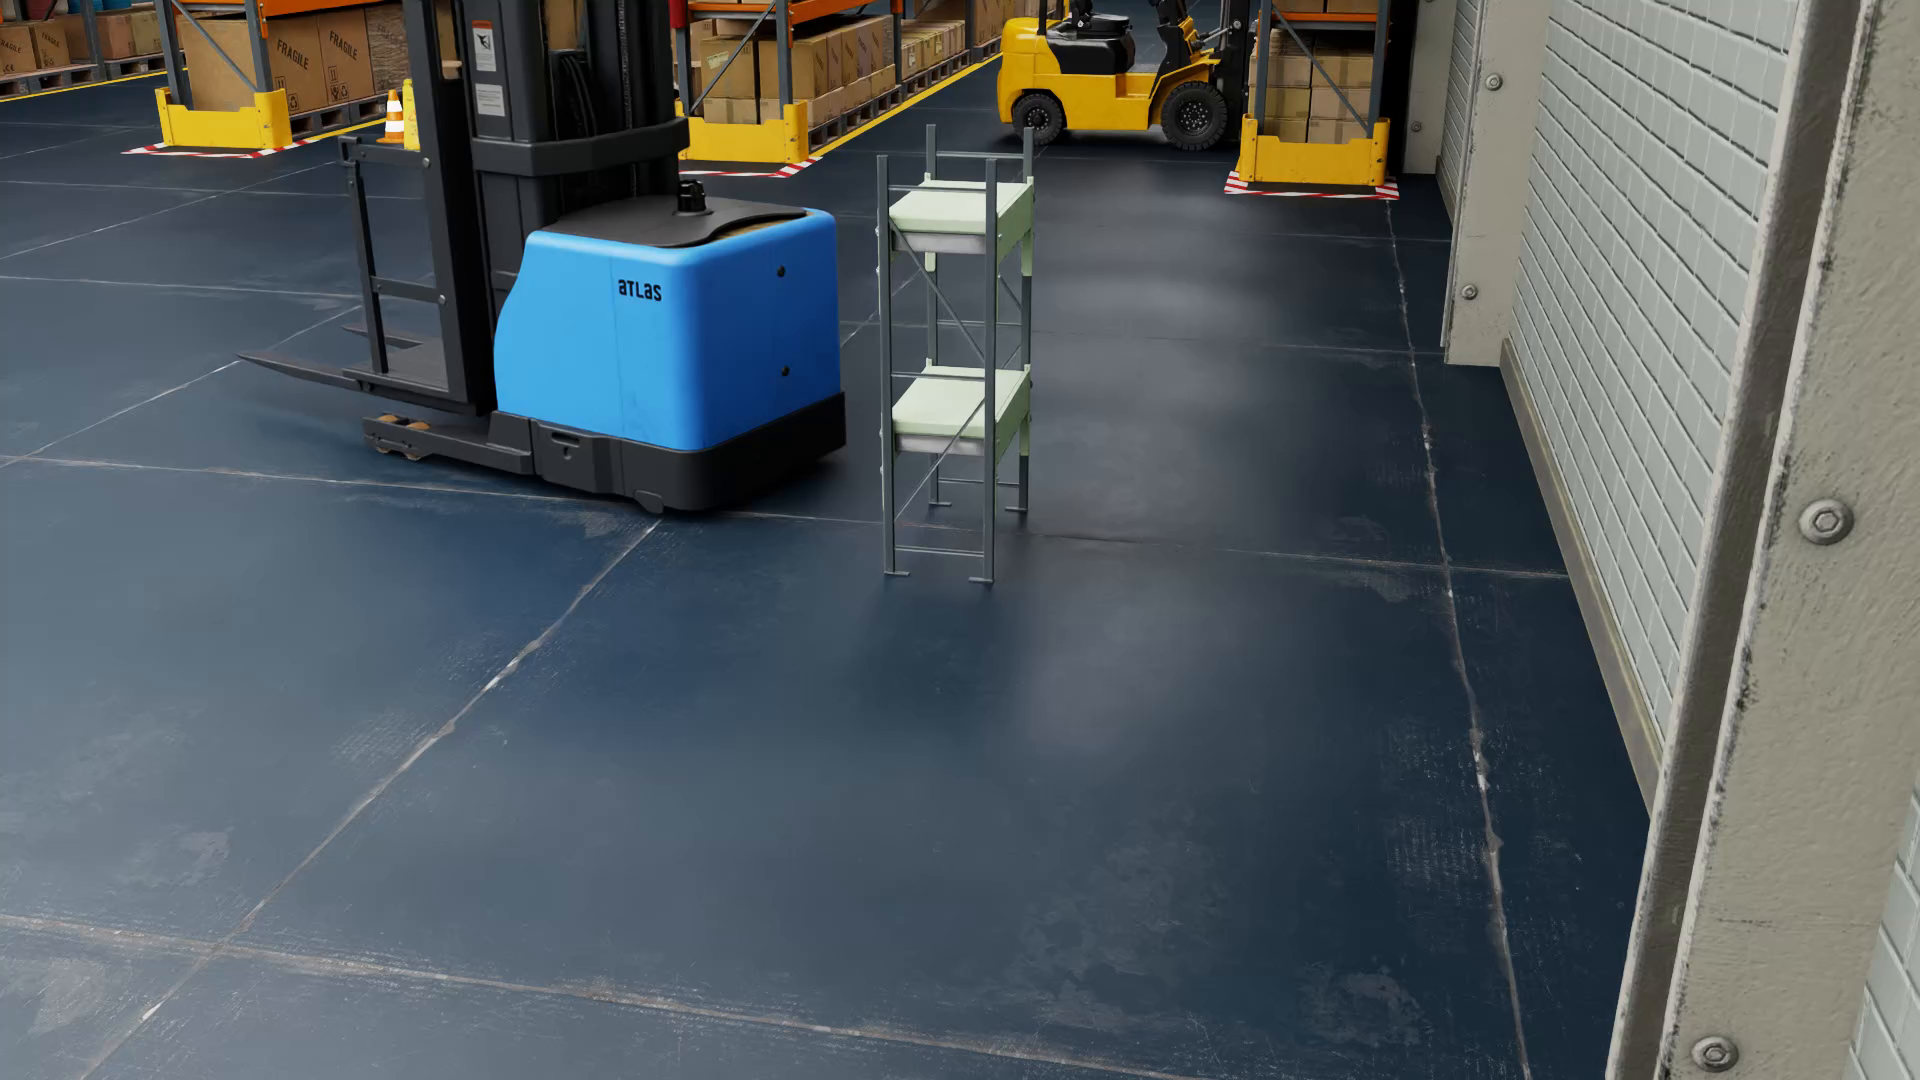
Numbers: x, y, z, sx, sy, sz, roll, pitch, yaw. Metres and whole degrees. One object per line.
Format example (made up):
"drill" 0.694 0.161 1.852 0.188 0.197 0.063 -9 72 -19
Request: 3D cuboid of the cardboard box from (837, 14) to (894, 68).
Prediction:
"cardboard box" -0.996 -5.246 17.478 0.500 0.500 0.500 4 22 10

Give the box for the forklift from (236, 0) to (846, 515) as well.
"forklift" -2.016 -1.855 7.037 3.031 2.935 1.130 13 25 29

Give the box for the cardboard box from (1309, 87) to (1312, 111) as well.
"cardboard box" 2.812 -3.911 14.499 0.500 0.250 0.500 4 22 10

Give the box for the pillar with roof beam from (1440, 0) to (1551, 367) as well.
"pillar with roof beam" -1.508 -5.478 7.910 9.100 9.000 0.400 4 22 11

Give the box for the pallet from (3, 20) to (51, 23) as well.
"pallet" -14.752 -7.809 25.462 1.003 0.211 1.213 4 22 11

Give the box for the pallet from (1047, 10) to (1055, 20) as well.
"pallet" 0.973 -8.567 27.344 1.003 0.211 1.213 4 22 11

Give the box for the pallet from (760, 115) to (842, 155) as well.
"pallet" -1.738 -3.781 15.460 1.003 0.211 1.213 4 22 11

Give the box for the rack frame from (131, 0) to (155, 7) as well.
"rack frame" -14.055 -10.274 27.849 1.000 3.000 0.127 4 22 11

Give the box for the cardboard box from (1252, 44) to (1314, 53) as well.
"cardboard box" 2.793 -4.138 14.393 0.500 0.250 0.500 5 22 12

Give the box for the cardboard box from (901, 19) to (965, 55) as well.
"cardboard box" -0.446 -6.448 21.305 0.950 0.372 0.625 3 22 7

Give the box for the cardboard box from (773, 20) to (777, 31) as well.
"cardboard box" -1.927 -4.961 15.903 0.380 0.149 0.250 5 23 13

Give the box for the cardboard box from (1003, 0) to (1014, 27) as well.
"cardboard box" 0.270 -7.787 23.955 0.875 0.875 0.875 5 22 12

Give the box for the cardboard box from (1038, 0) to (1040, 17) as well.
"cardboard box" 0.910 -8.696 26.799 0.875 0.438 0.875 4 22 9

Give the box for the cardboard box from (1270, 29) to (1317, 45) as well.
"cardboard box" 3.112 -4.700 15.787 0.500 0.250 0.500 5 23 13

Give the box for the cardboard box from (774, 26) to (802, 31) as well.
"cardboard box" -1.833 -4.708 16.143 0.500 0.500 0.500 4 22 10

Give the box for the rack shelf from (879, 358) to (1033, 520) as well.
"rack shelf" -0.001 -0.391 6.189 0.431 0.370 0.720 4 22 11

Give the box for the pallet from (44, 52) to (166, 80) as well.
"pallet" -10.682 -5.962 20.875 1.003 0.211 1.213 4 22 11

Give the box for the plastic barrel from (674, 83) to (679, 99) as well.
"plastic barrel" -3.014 -4.428 16.783 0.421 0.421 0.512 -16 27 -35

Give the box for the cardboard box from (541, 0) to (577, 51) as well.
"cardboard box" -5.575 -6.634 21.260 1.050 0.750 0.750 5 22 12

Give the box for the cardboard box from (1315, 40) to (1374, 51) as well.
"cardboard box" 3.401 -4.285 14.758 0.500 0.250 0.500 4 22 11

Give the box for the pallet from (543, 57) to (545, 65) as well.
"pallet" -5.674 -5.998 20.964 1.003 0.211 1.213 4 22 11

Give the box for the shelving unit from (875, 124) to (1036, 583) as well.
"shelving unit" -0.001 -0.693 6.067 0.431 1.500 0.755 4 22 11

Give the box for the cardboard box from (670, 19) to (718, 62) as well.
"cardboard box" -2.886 -5.532 18.407 0.500 0.500 0.500 4 22 11

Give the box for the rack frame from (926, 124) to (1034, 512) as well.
"rack frame" 0.073 -0.827 6.400 0.400 1.500 0.023 4 22 11

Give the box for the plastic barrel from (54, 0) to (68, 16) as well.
"plastic barrel" -14.530 -8.659 26.606 0.421 0.512 0.421 0 22 0

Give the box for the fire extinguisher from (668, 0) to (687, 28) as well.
"fire extinguisher" -2.428 -4.710 14.137 0.296 0.674 0.183 4 22 11

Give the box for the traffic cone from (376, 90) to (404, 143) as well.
"traffic cone" -5.322 -4.002 15.672 0.336 0.463 0.334 4 22 11

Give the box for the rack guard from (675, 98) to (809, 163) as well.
"rack guard" -1.938 -3.621 14.675 1.175 0.500 0.348 4 22 11

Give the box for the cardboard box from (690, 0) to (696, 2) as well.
"cardboard box" -4.276 -8.227 25.550 0.500 0.500 0.500 4 22 10

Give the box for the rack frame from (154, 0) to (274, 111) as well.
"rack frame" -6.820 -5.093 14.984 1.000 3.000 0.127 4 22 11

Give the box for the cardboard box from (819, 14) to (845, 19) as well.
"cardboard box" -1.522 -5.288 17.582 0.500 0.500 0.500 6 23 13

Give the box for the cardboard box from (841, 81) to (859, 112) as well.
"cardboard box" -1.308 -4.333 16.214 0.500 0.250 0.500 6 23 15

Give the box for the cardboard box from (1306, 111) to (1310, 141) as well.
"cardboard box" 2.804 -3.672 14.574 0.500 0.250 0.500 4 22 11

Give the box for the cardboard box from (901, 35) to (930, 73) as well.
"cardboard box" -0.890 -5.647 19.314 0.950 0.372 0.625 6 23 14

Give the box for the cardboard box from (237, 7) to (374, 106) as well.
"cardboard box" -6.569 -4.877 16.730 0.875 0.875 0.875 4 22 10

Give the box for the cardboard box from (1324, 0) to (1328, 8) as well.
"cardboard box" 3.364 -4.774 14.059 0.500 0.500 0.500 5 23 13

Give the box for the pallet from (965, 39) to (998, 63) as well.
"pallet" -0.087 -6.667 22.626 1.003 0.211 1.213 4 22 11

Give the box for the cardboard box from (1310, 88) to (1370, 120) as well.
"cardboard box" 3.205 -3.683 13.932 0.500 0.250 0.500 5 22 12

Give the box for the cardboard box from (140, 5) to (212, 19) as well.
"cardboard box" -10.350 -6.820 22.030 0.700 0.500 0.500 6 23 15

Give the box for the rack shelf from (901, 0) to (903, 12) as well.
"rack shelf" -0.729 -6.613 19.722 1.077 0.370 4.000 4 22 11

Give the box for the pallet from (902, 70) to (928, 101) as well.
"pallet" -0.980 -5.207 19.000 1.003 0.211 1.213 4 22 11

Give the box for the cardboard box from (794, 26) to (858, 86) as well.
"cardboard box" -1.301 -4.677 16.066 0.500 0.500 0.500 5 22 12

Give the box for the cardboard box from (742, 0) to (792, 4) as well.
"cardboard box" -1.682 -4.745 14.455 0.380 0.149 0.250 5 22 11

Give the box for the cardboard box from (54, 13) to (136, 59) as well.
"cardboard box" -10.693 -6.238 20.585 0.700 0.500 0.500 3 22 7

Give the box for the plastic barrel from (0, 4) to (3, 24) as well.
"plastic barrel" -14.788 -8.180 24.991 0.600 0.830 0.708 4 22 11

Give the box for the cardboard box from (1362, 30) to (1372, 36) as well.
"cardboard box" 3.723 -4.840 16.137 0.500 0.250 0.500 4 22 10

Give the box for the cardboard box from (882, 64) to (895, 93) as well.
"cardboard box" -0.995 -4.898 17.619 0.500 0.250 0.500 5 23 13

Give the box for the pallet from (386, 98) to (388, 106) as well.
"pallet" -6.236 -4.990 18.462 1.003 0.211 1.213 4 22 11

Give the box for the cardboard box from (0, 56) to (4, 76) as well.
"cardboard box" -11.119 -5.420 18.580 0.500 0.500 0.500 2 22 6

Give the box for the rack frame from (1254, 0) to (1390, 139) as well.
"rack frame" 2.906 -4.376 13.203 1.000 3.000 0.127 4 22 11
